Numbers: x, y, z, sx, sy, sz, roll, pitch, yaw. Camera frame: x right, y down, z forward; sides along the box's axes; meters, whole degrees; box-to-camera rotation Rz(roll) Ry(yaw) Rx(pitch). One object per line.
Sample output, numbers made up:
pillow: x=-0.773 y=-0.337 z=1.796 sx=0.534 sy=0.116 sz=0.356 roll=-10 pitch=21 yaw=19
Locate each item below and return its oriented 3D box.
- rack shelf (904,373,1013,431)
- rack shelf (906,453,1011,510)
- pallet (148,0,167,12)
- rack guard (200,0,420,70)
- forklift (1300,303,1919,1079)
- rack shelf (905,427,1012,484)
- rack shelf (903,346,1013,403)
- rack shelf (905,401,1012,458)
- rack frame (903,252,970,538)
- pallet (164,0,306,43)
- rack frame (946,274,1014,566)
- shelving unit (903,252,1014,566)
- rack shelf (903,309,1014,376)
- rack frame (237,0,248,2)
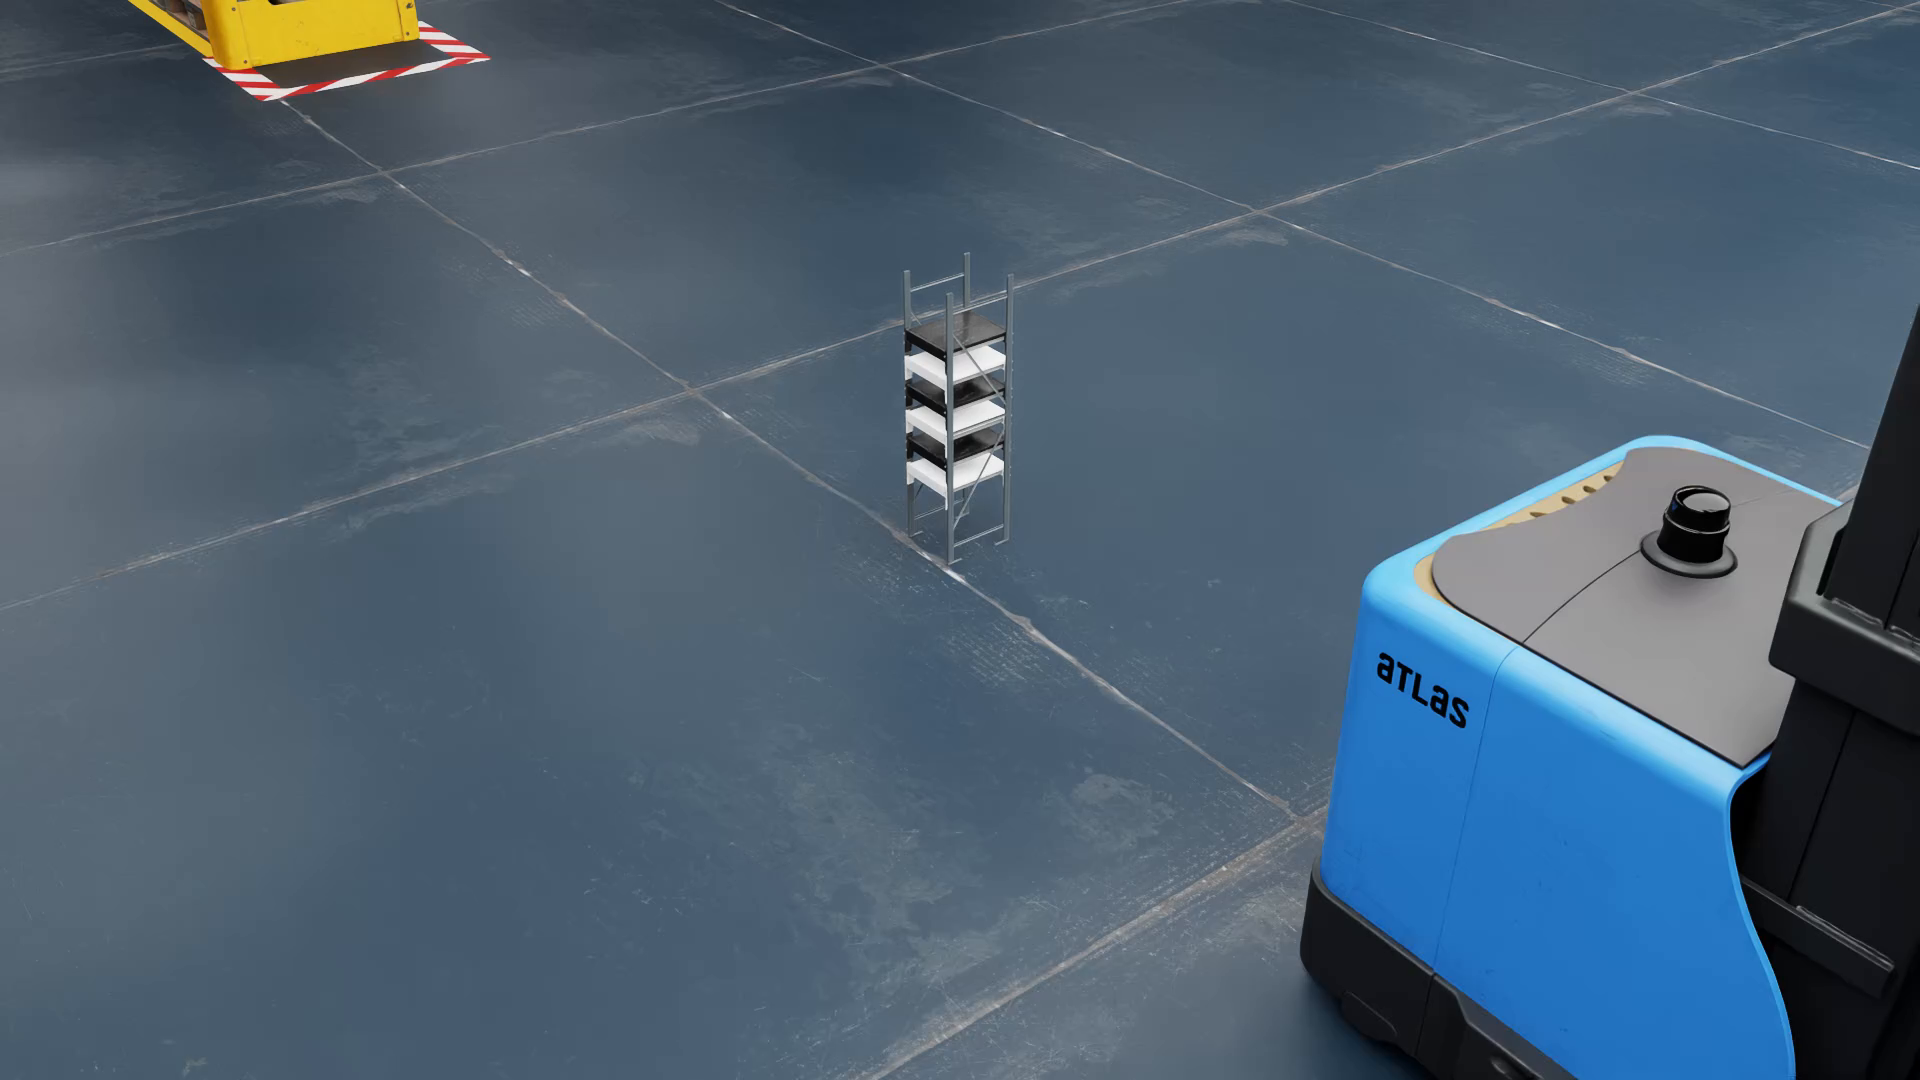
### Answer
rack shelf: x=-0.005 y=-0.434 z=4.988 sx=0.258 sy=0.077 sz=0.200 roll=-22 pitch=38 yaw=-31
rack shelf: x=-0.005 y=-0.204 z=5.131 sx=0.258 sy=0.077 sz=0.200 roll=-22 pitch=38 yaw=-31
pallet: x=-5.100 y=-3.905 z=11.338 sx=1.003 sy=0.211 sz=1.213 roll=-22 pitch=38 yaw=-31
rack guard: x=-3.862 y=-3.180 z=9.896 sx=1.175 sy=0.500 sz=0.348 roll=-22 pitch=38 yaw=-31
forklift: x=2.031 y=0.192 z=2.164 sx=1.130 sy=2.935 sz=3.031 roll=-22 pitch=38 yaw=-31
rack shelf: x=-0.005 y=-0.281 z=5.083 sx=0.258 sy=0.077 sz=0.200 roll=-22 pitch=38 yaw=-31
rack shelf: x=-0.005 y=-0.510 z=4.941 sx=0.258 sy=0.077 sz=0.200 roll=-22 pitch=38 yaw=-31
rack shelf: x=-0.005 y=-0.357 z=5.036 sx=0.258 sy=0.077 sz=0.200 roll=-22 pitch=38 yaw=-31
rack frame: x=-0.067 y=-0.428 z=5.086 sx=0.240 sy=0.900 sz=0.006 roll=-22 pitch=38 yaw=-31
pallet: x=-4.356 y=-3.397 z=10.520 sx=1.003 sy=0.211 sz=1.213 roll=-22 pitch=38 yaw=-31
rack frame: x=0.057 y=-0.343 z=4.950 sx=0.240 sy=0.900 sz=0.006 roll=-22 pitch=38 yaw=-31
shelving unit: x=-0.005 y=-0.386 z=5.018 sx=0.258 sy=0.900 sz=0.210 roll=-22 pitch=38 yaw=-31
rack shelf: x=-0.005 y=-0.587 z=4.893 sx=0.258 sy=0.077 sz=0.200 roll=-22 pitch=38 yaw=-31
rack frame: x=-3.778 y=-4.225 z=9.210 sx=1.000 sy=3.000 sz=0.127 roll=-22 pitch=38 yaw=-31
